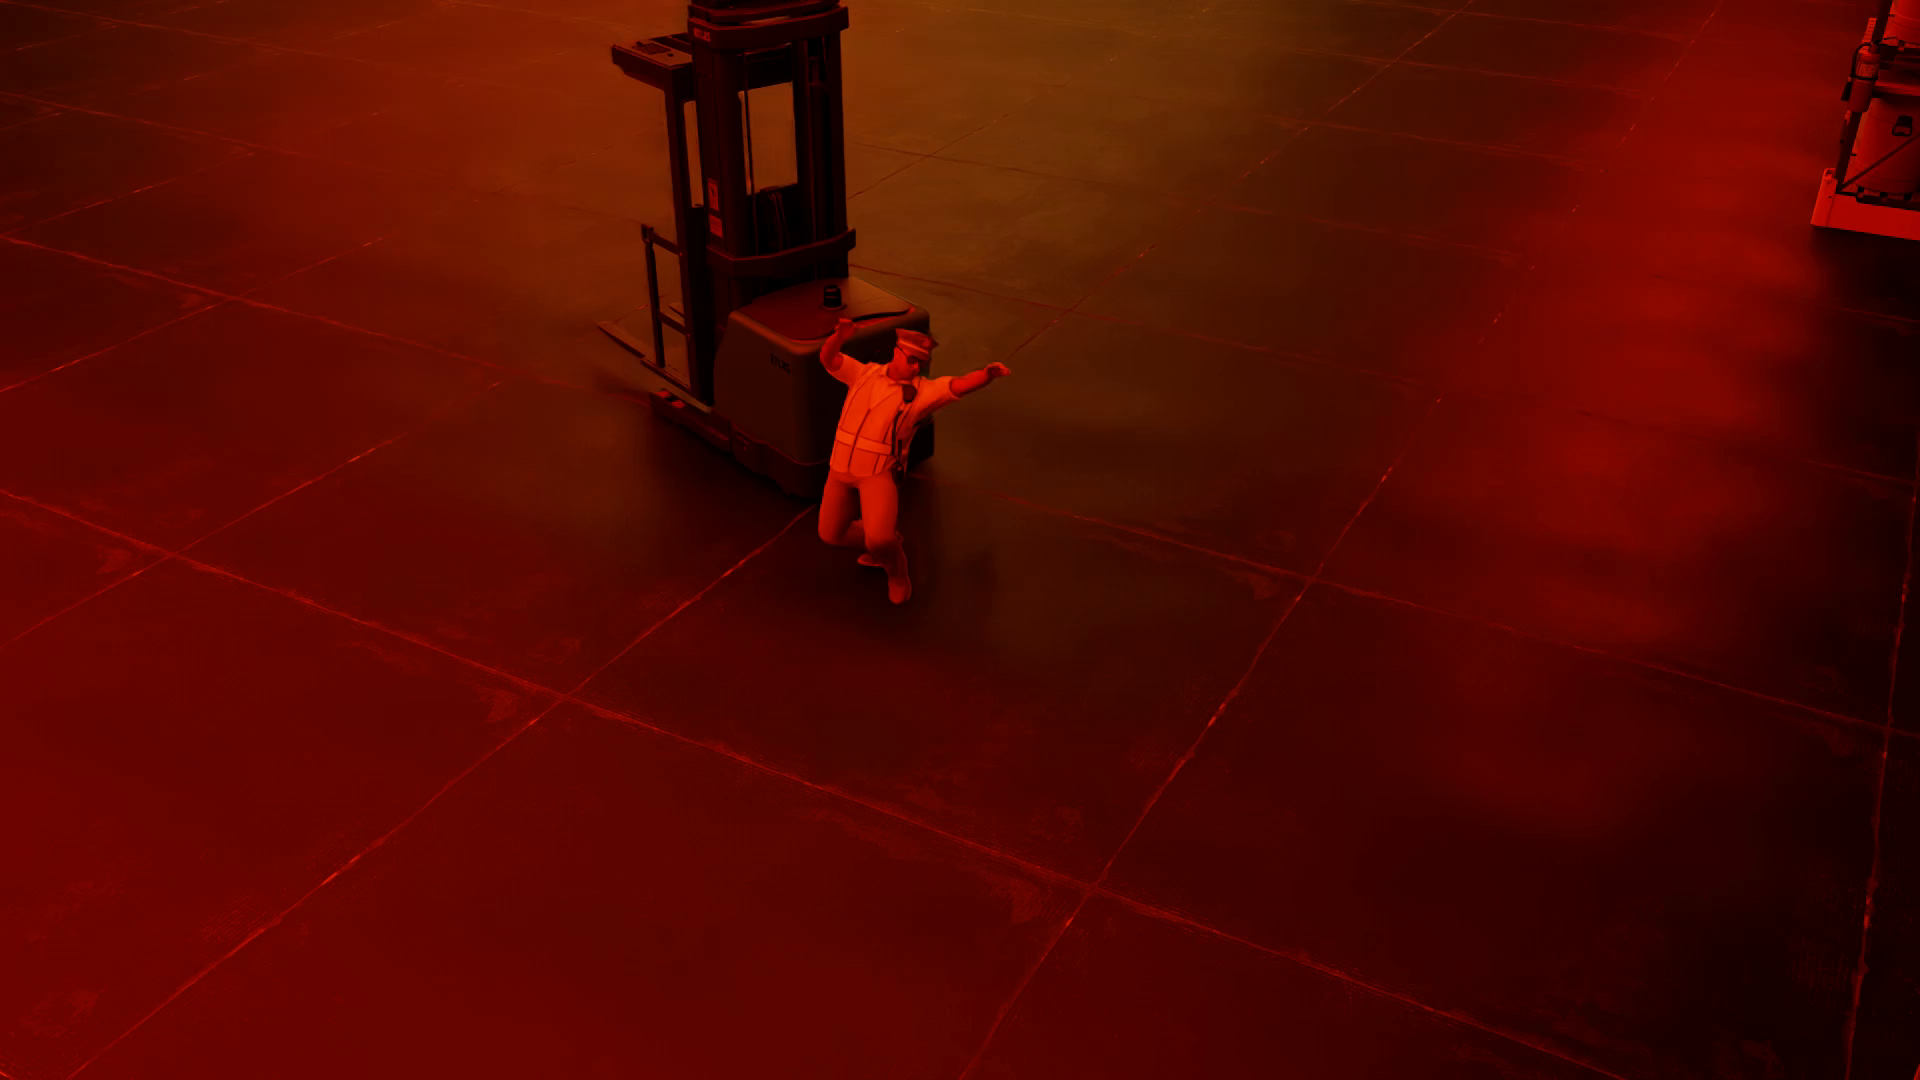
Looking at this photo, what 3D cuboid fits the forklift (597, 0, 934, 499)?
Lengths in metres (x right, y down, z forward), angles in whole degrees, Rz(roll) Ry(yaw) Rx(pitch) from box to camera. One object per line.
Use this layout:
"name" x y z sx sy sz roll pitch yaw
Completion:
"forklift" -1.486 -2.194 10.873 1.130 2.935 3.031 -22 37 -33

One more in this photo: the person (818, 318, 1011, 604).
"person" -0.289 -0.430 9.151 1.097 1.679 0.865 16 34 26
